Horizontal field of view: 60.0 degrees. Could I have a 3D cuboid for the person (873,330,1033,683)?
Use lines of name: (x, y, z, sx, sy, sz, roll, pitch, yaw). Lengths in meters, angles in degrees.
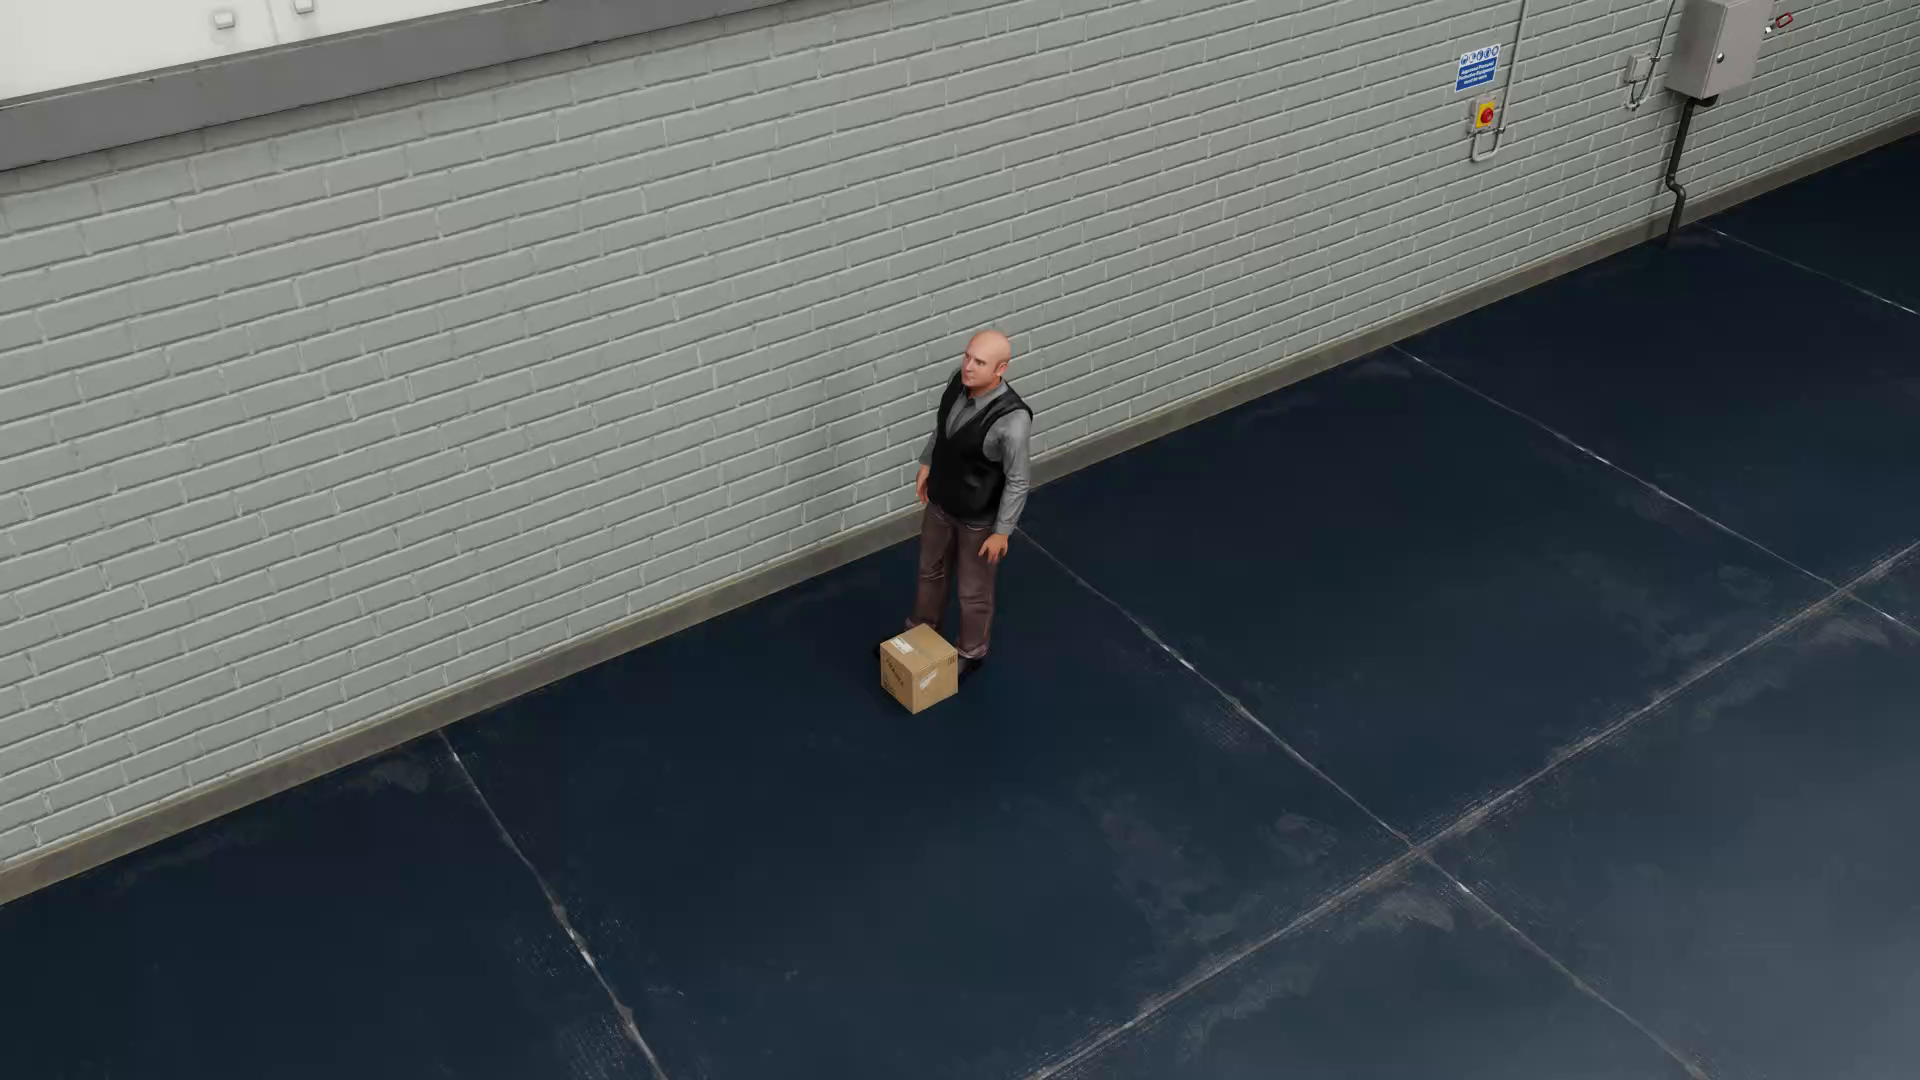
person: (-0.022, -0.112, 7.163, 0.550, 1.723, 0.634, -22, 42, -28)
